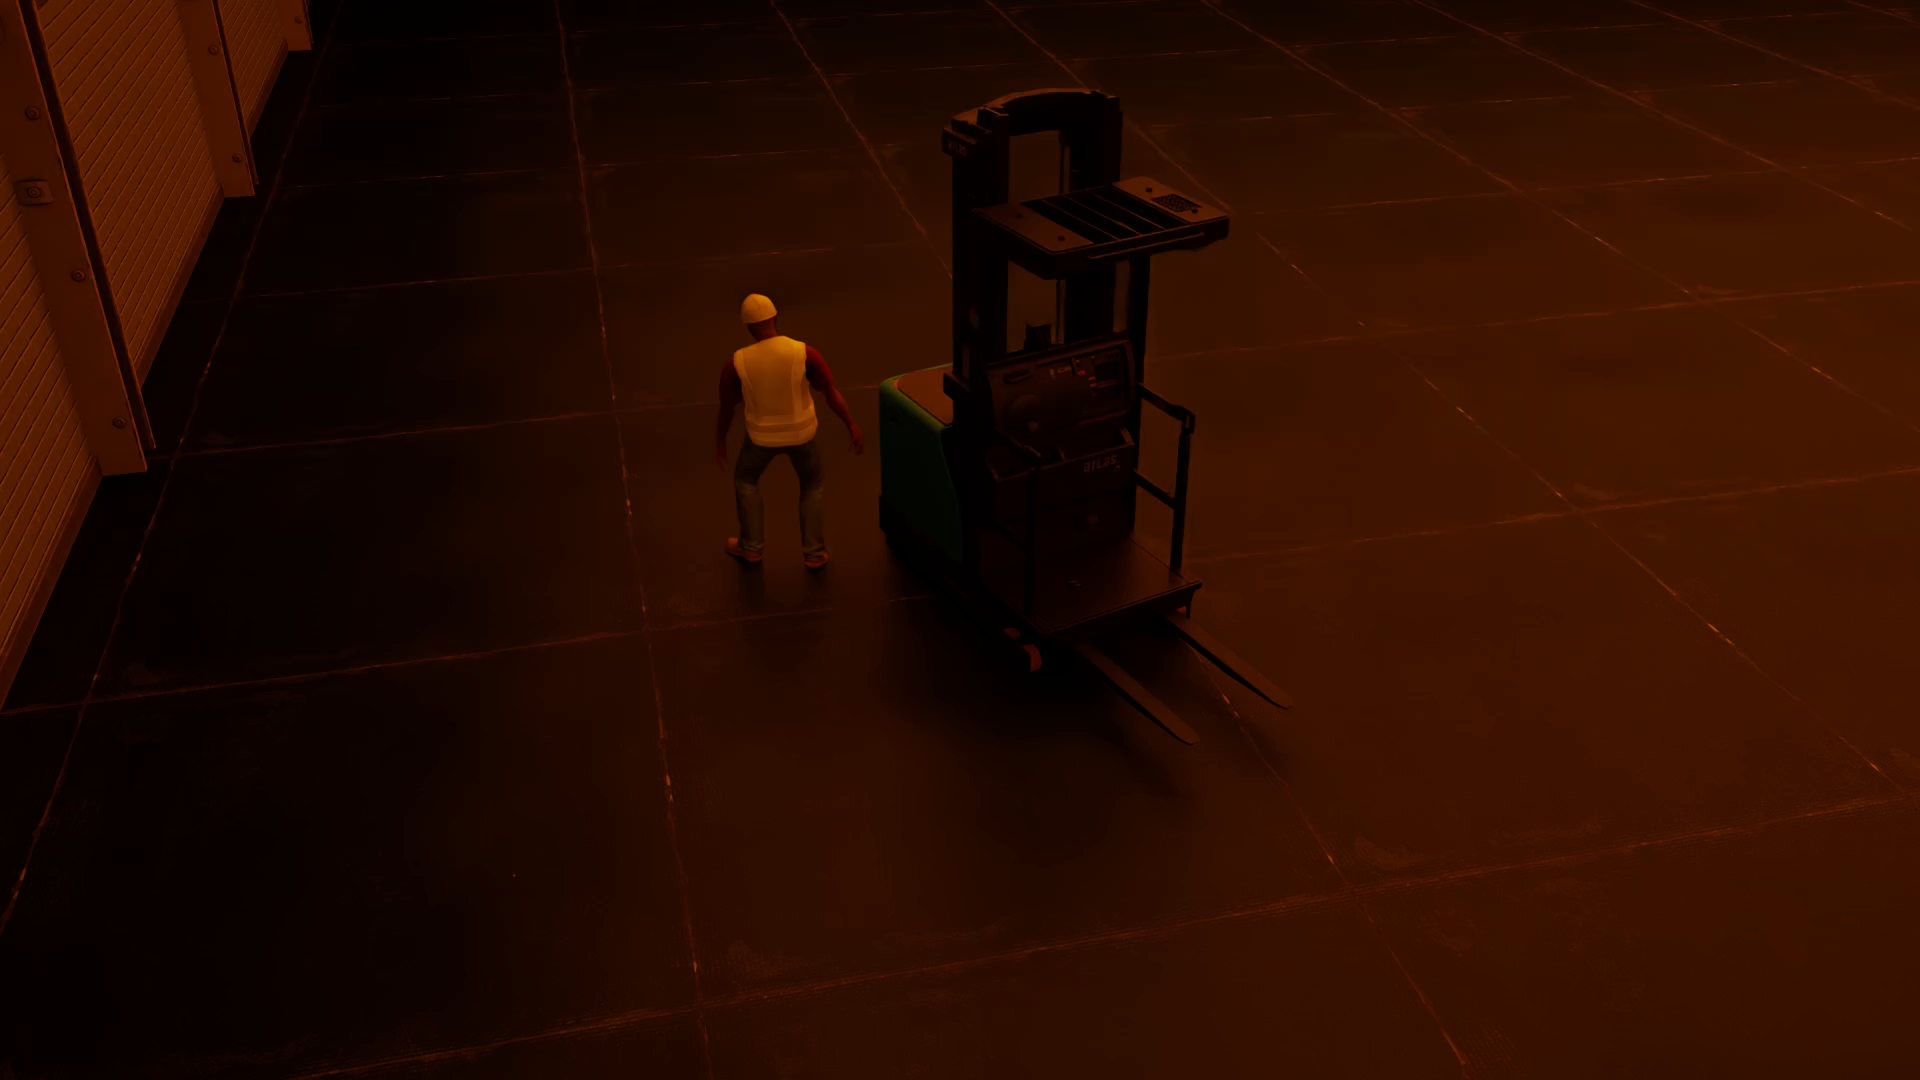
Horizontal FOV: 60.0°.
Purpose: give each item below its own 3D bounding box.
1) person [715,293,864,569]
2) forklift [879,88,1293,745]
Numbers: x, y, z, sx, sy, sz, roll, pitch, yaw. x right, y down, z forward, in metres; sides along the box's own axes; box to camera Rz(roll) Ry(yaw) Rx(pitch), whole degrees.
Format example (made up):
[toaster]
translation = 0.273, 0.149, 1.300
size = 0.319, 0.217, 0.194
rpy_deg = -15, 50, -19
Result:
[person]
translation = -1.023, -0.631, 9.933
size = 0.897, 1.718, 0.502
rpy_deg = -1, 30, -1
[forklift]
translation = 0.671, -0.793, 8.945
size = 1.130, 2.935, 3.031
rpy_deg = -16, 34, -26
